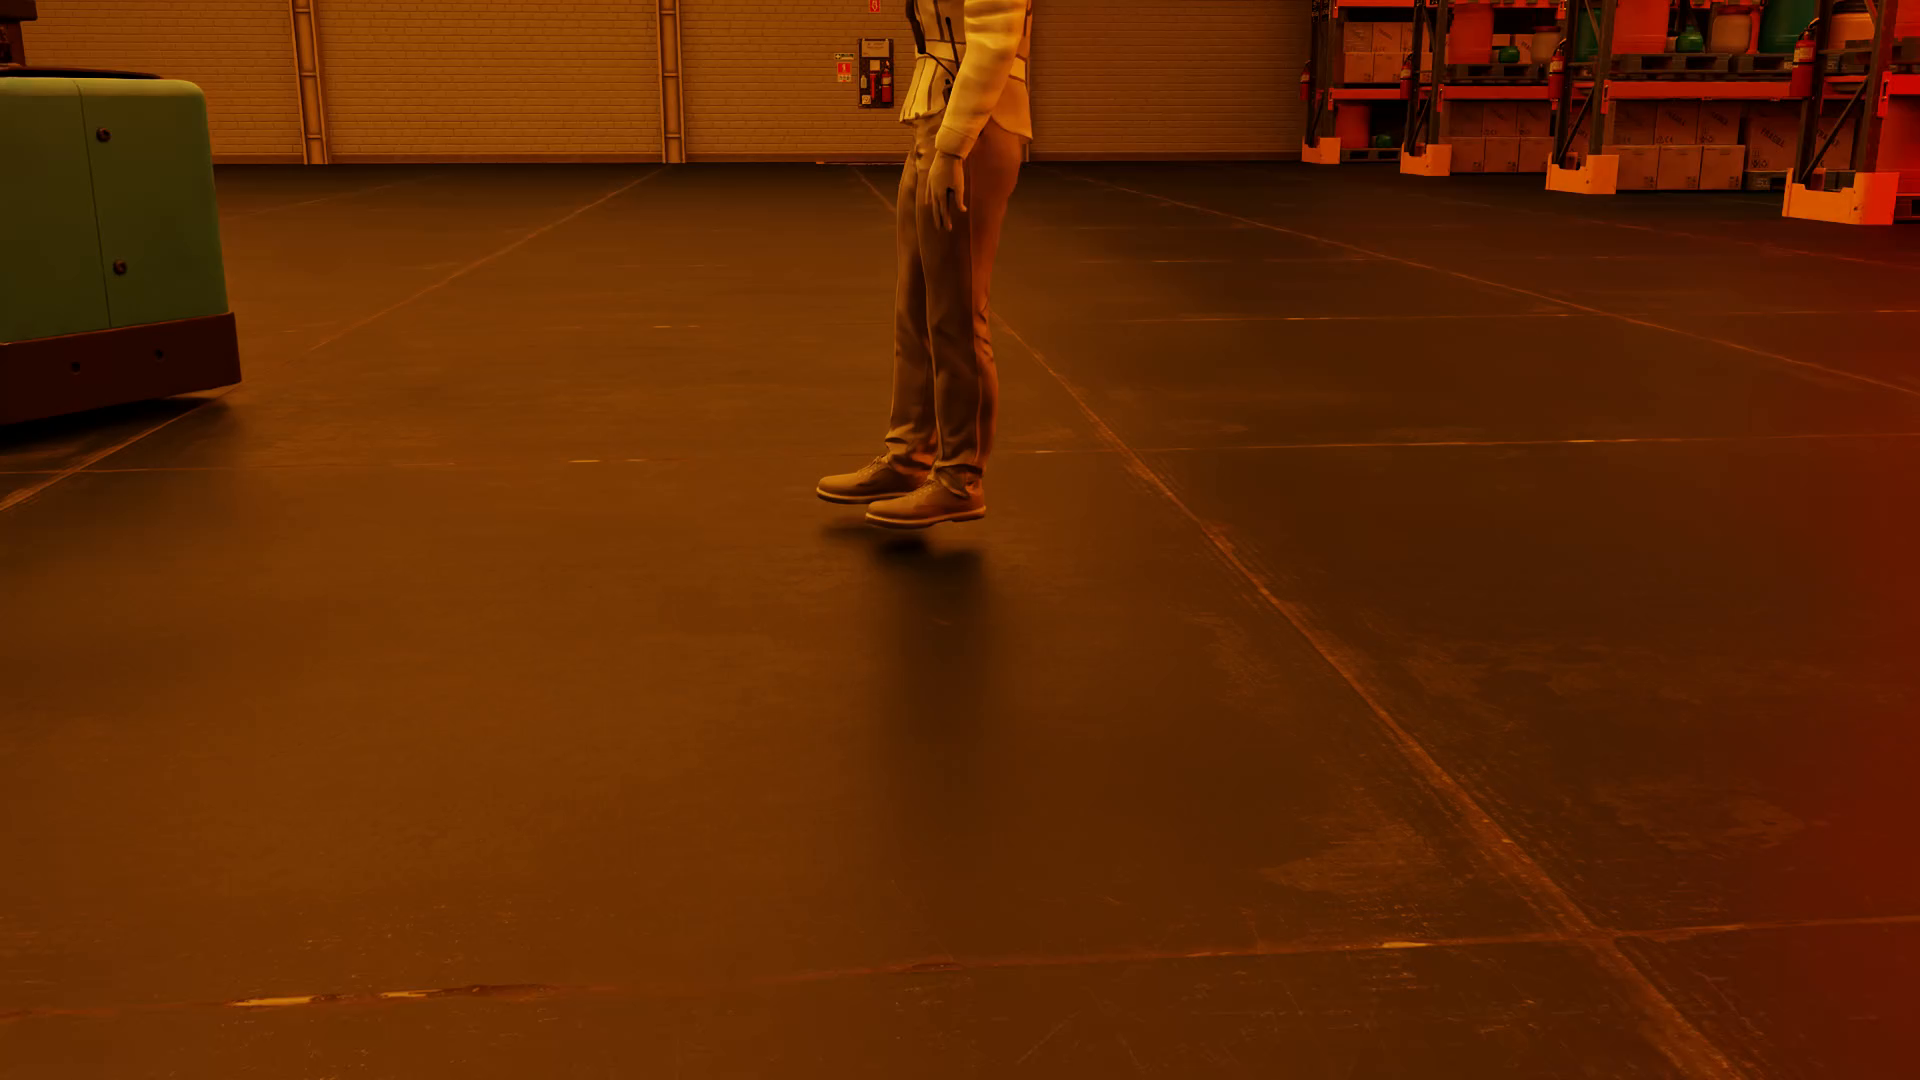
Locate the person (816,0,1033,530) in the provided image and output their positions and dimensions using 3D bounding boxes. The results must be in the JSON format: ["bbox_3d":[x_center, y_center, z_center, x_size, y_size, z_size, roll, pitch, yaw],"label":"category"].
[{"bbox_3d":[-0.069,-0.865,3.708,0.531,1.695,0.587,-1,15,-5],"label":"person"}]

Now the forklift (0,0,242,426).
[{"bbox_3d":[-4.030,-1.948,5.580,3.031,2.935,1.130,7,16,25],"label":"forklift"}]
